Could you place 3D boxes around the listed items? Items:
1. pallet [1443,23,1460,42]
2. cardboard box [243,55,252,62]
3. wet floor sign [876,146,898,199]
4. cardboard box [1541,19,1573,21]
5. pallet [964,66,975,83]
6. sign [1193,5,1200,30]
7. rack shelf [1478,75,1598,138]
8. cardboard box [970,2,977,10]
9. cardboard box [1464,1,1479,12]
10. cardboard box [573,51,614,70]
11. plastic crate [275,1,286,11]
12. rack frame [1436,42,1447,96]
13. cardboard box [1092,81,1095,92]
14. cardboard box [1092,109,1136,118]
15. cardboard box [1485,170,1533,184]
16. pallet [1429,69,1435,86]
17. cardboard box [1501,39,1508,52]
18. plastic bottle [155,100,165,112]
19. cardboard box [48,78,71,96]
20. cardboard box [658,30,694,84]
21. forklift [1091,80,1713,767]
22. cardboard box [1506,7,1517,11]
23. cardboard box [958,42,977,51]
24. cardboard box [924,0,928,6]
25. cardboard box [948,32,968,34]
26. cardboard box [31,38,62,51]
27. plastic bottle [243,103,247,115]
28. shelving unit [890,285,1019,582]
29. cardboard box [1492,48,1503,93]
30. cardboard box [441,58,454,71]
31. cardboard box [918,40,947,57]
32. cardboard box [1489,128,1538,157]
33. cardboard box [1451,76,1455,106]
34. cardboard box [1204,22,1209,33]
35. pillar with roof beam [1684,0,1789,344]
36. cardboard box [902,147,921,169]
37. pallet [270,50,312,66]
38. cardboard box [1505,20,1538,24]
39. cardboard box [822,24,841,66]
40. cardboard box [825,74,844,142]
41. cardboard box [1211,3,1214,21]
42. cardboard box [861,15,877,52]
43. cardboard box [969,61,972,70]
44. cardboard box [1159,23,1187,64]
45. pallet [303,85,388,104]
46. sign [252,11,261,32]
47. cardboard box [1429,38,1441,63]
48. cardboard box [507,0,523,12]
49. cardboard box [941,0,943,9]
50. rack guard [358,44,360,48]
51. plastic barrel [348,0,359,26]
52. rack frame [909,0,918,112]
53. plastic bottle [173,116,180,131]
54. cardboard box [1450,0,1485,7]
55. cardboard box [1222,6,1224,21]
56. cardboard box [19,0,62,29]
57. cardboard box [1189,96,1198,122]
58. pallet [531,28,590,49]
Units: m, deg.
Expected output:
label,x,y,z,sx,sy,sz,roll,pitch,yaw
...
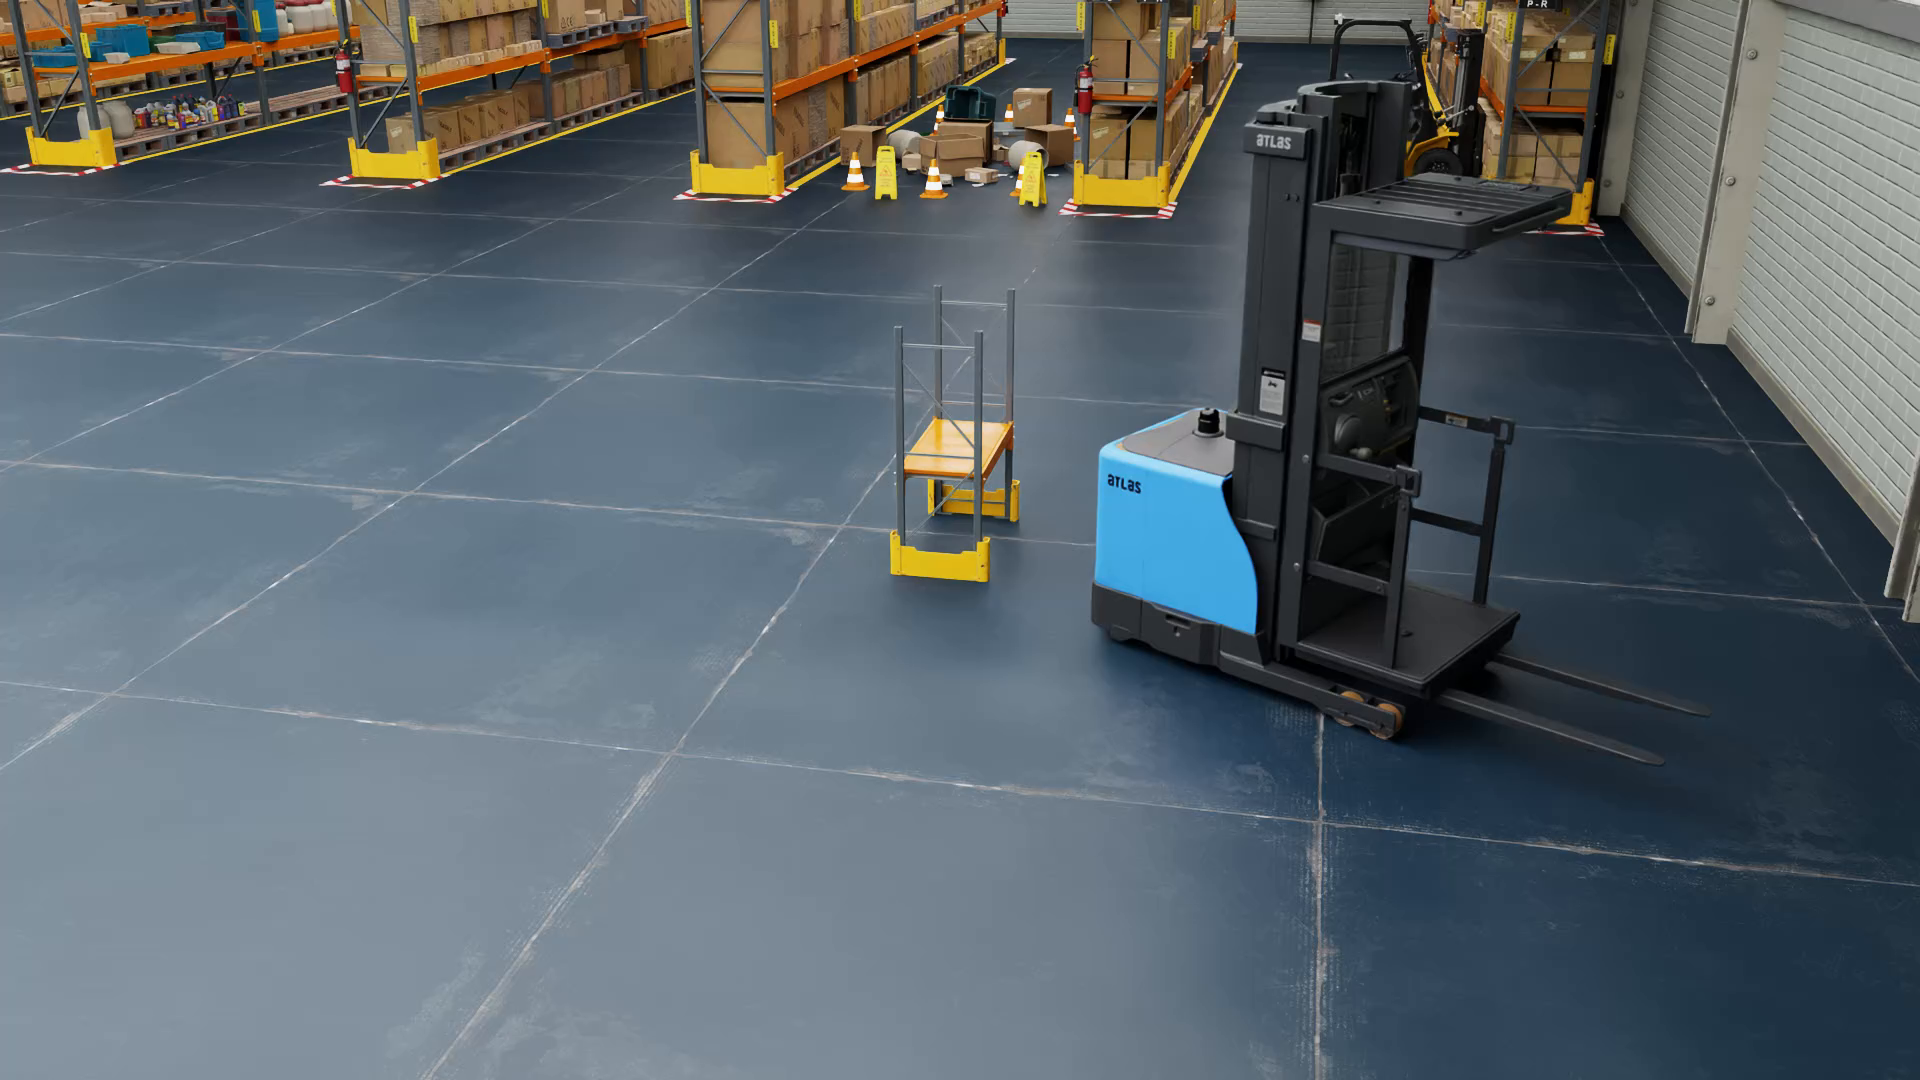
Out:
label,x,y,z,sx,sy,sz,roll,pitch,yaw
pallet,8.561,-8.292,27.183,1.213,0.211,1.003,4,22,11
cardboard box,-14.880,-10.141,34.276,0.500,0.500,0.500,5,22,11
wet floor sign,-0.935,-4.665,21.074,0.267,0.644,0.232,1,22,2
cardboard box,7.613,-6.544,21.187,0.380,0.149,0.250,4,22,10
pallet,-0.316,-9.262,33.069,1.003,0.211,1.213,4,22,11
sign,3.348,-7.404,23.565,0.100,0.325,0.005,4,22,11
rack shelf,7.267,-5.599,21.204,1.077,0.370,4.000,4,22,11
cardboard box,0.119,-10.658,33.137,0.380,0.149,0.250,5,22,12
cardboard box,8.138,-8.380,26.145,0.380,0.149,0.250,5,22,12
cardboard box,-6.276,-8.210,28.477,0.500,0.250,0.500,7,23,17
plastic crate,-11.548,-9.099,28.846,0.402,0.464,0.583,4,22,11
rack frame,9.308,-9.590,30.151,1.000,3.000,0.127,4,22,11
cardboard box,1.809,-5.716,20.868,0.380,0.149,0.250,4,22,10
cardboard box,2.011,-5.350,21.736,0.500,0.500,0.500,5,23,13
cardboard box,6.646,-4.317,20.175,0.500,0.250,0.500,5,22,11
pallet,9.696,-8.995,32.406,1.003,0.211,1.213,4,22,11
cardboard box,6.862,-6.074,20.418,0.380,0.149,0.250,4,22,9
plastic bottle,-12.431,-6.662,25.836,0.144,0.351,0.185,4,22,10
cardboard box,-16.050,-7.978,29.266,0.500,0.250,0.500,4,22,9
cardboard box,-5.719,-9.045,31.079,1.225,0.875,0.875,5,22,11
forklift,2.156,-0.627,7.988,3.031,2.935,1.130,18,28,38
cardboard box,8.456,-7.961,25.104,0.380,0.149,0.250,4,22,11
cardboard box,0.135,-9.943,33.483,0.380,0.149,0.250,5,22,12
cardboard box,-0.784,-9.512,29.332,0.380,0.149,0.250,5,22,11
cardboard box,-0.042,-10.753,35.496,0.380,0.149,0.250,3,22,8
cardboard box,-19.806,-10.805,35.484,0.750,0.750,0.750,5,22,12
plastic bottle,-11.504,-6.924,26.688,0.097,0.201,0.097,0,22,0
shelving unit,-0.016,-0.668,10.004,0.587,1.500,1.083,4,22,11
cardboard box,6.922,-5.824,20.666,0.500,0.500,0.500,4,22,10
cardboard box,-7.245,-6.577,23.005,0.380,0.149,0.250,4,22,11
cardboard box,-0.535,-9.018,30.509,0.500,0.250,0.500,3,22,9
cardboard box,6.648,-4.777,19.979,0.500,0.250,0.500,5,23,13
cardboard box,8.367,-7.334,27.332,0.500,0.500,0.500,5,22,12
cardboard box,3.702,-8.052,26.107,0.380,0.149,0.250,5,22,12
pillar with roof beam,2.445,-6.304,13.961,9.100,9.000,0.400,4,22,11
cardboard box,-0.599,-5.345,23.269,0.396,0.266,0.258,8,23,20
pallet,-14.810,-10.437,35.985,1.003,0.211,1.213,4,22,11
cardboard box,7.101,-6.486,21.043,0.380,0.149,0.250,5,22,11
cardboard box,-2.205,-7.113,23.798,0.875,0.550,0.550,4,22,11
cardboard box,-2.248,-6.366,24.428,0.875,0.875,0.875,5,22,12
cardboard box,3.977,-8.833,27.803,0.500,0.250,0.500,4,22,11
cardboard box,-1.578,-7.785,25.534,0.500,0.500,0.500,5,22,11
cardboard box,0.024,-9.386,32.898,0.380,0.149,0.250,5,22,13
cardboard box,2.768,-6.665,22.357,0.500,0.500,0.500,5,22,12
pallet,-11.115,-8.063,30.093,1.003,0.211,1.213,4,22,11
sign,-11.199,-8.257,26.470,0.100,0.325,0.005,4,22,11
cardboard box,9.906,-9.873,33.633,0.797,0.503,0.637,4,22,9
cardboard box,-6.809,-8.077,24.522,0.500,0.500,0.500,4,22,11
cardboard box,-0.514,-9.846,30.559,0.380,0.149,0.250,3,22,9
rack guard,-14.150,-11.755,38.871,1.175,0.500,0.348,4,22,11
plastic barrel,-10.717,-9.508,29.764,0.600,0.536,0.708,4,22,11
rack frame,-1.235,-8.845,28.300,1.000,3.000,0.127,4,22,11
plastic bottle,-11.855,-6.295,25.125,0.097,0.201,0.097,0,22,0
cardboard box,8.644,-8.981,27.938,0.797,0.503,0.637,4,22,10
cardboard box,4.603,-9.714,30.660,0.500,0.250,0.500,4,22,10
cardboard box,-16.201,-9.255,29.185,0.500,0.500,0.500,4,22,11
cardboard box,3.204,-6.727,25.997,0.950,0.372,0.625,5,23,13
pallet,-6.588,-7.976,26.400,1.003,0.211,1.213,4,22,11
